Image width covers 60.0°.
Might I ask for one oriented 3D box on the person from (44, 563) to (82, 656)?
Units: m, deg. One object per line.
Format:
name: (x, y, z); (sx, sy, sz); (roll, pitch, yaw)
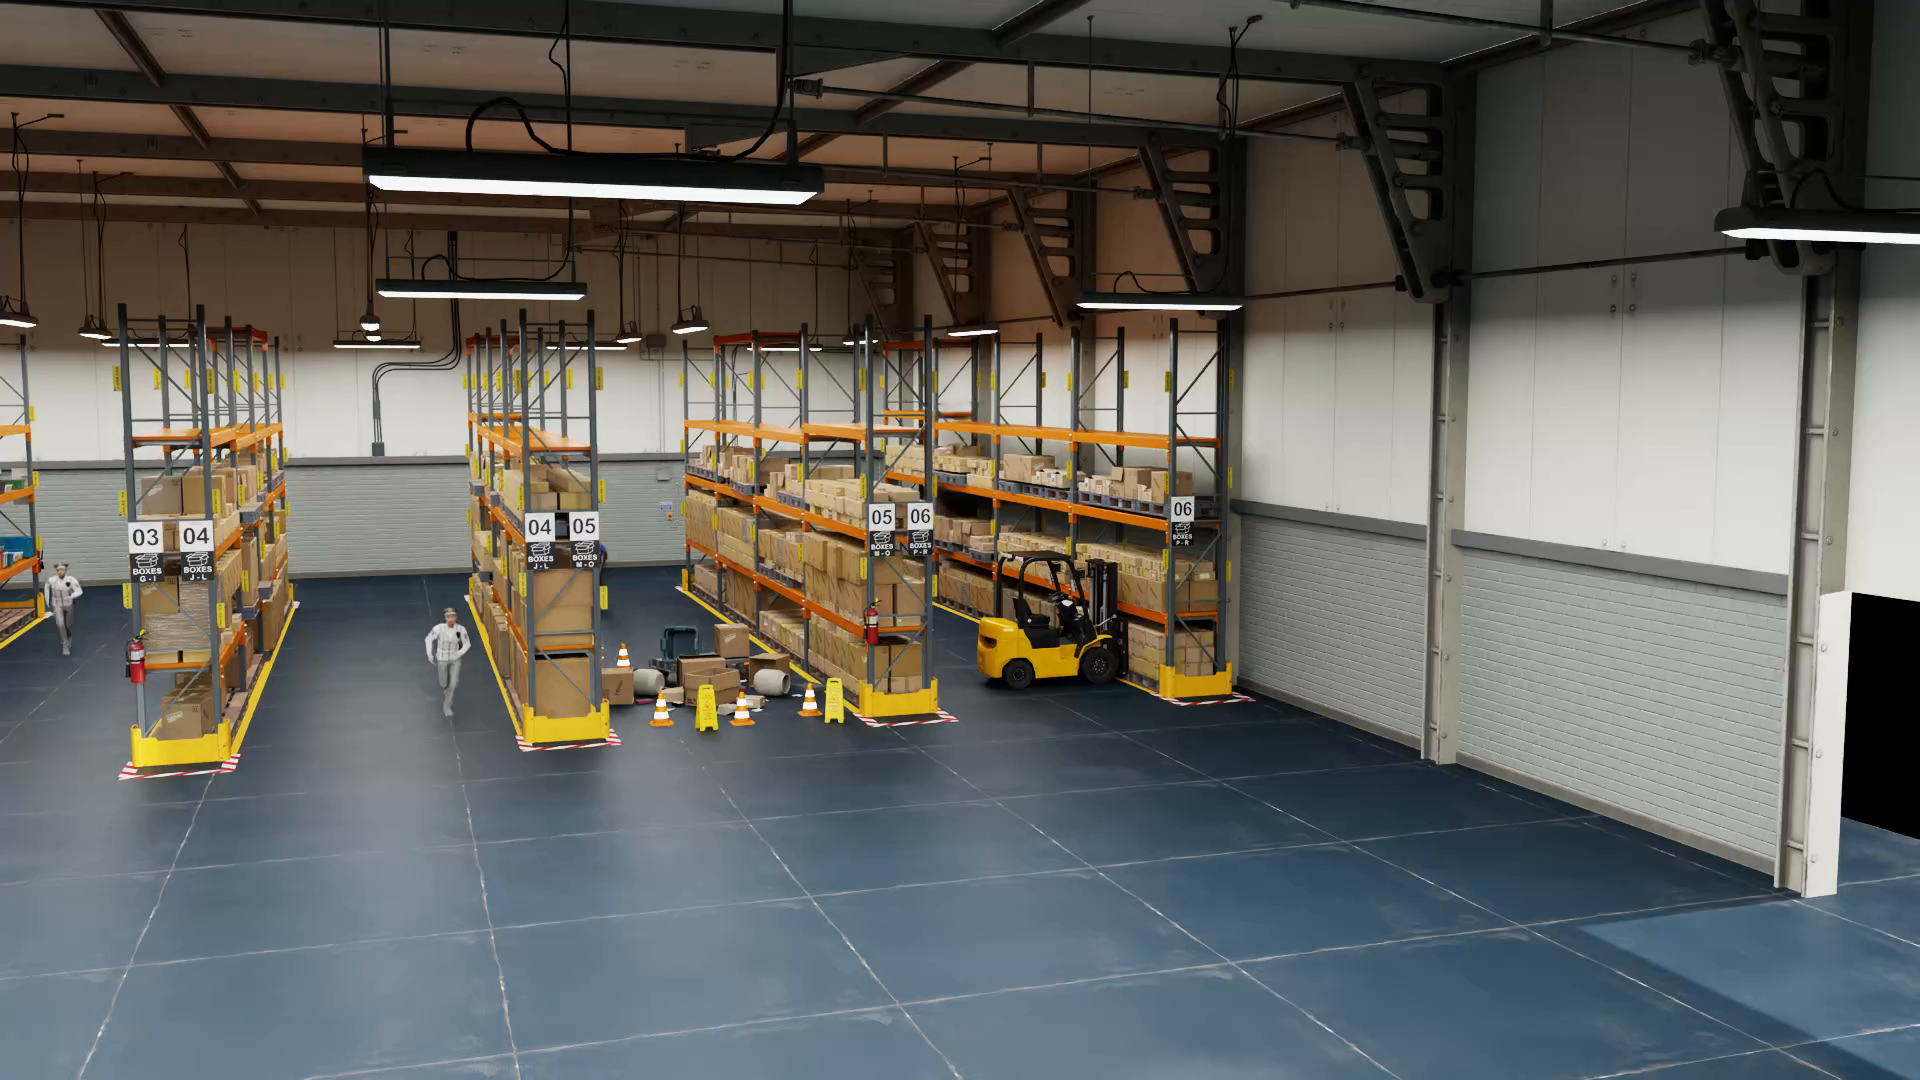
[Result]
person: (-16.591, 1.246, 30.794); (0.634, 1.702, 0.987); (-2, 6, -24)

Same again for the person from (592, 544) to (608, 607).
person: (-8.103, 0.697, 36.869); (0.561, 1.713, 0.756); (-2, 6, -17)

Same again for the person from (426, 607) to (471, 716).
person: (-7.734, 1.826, 25.153); (0.651, 1.646, 0.652); (-2, 6, -19)
